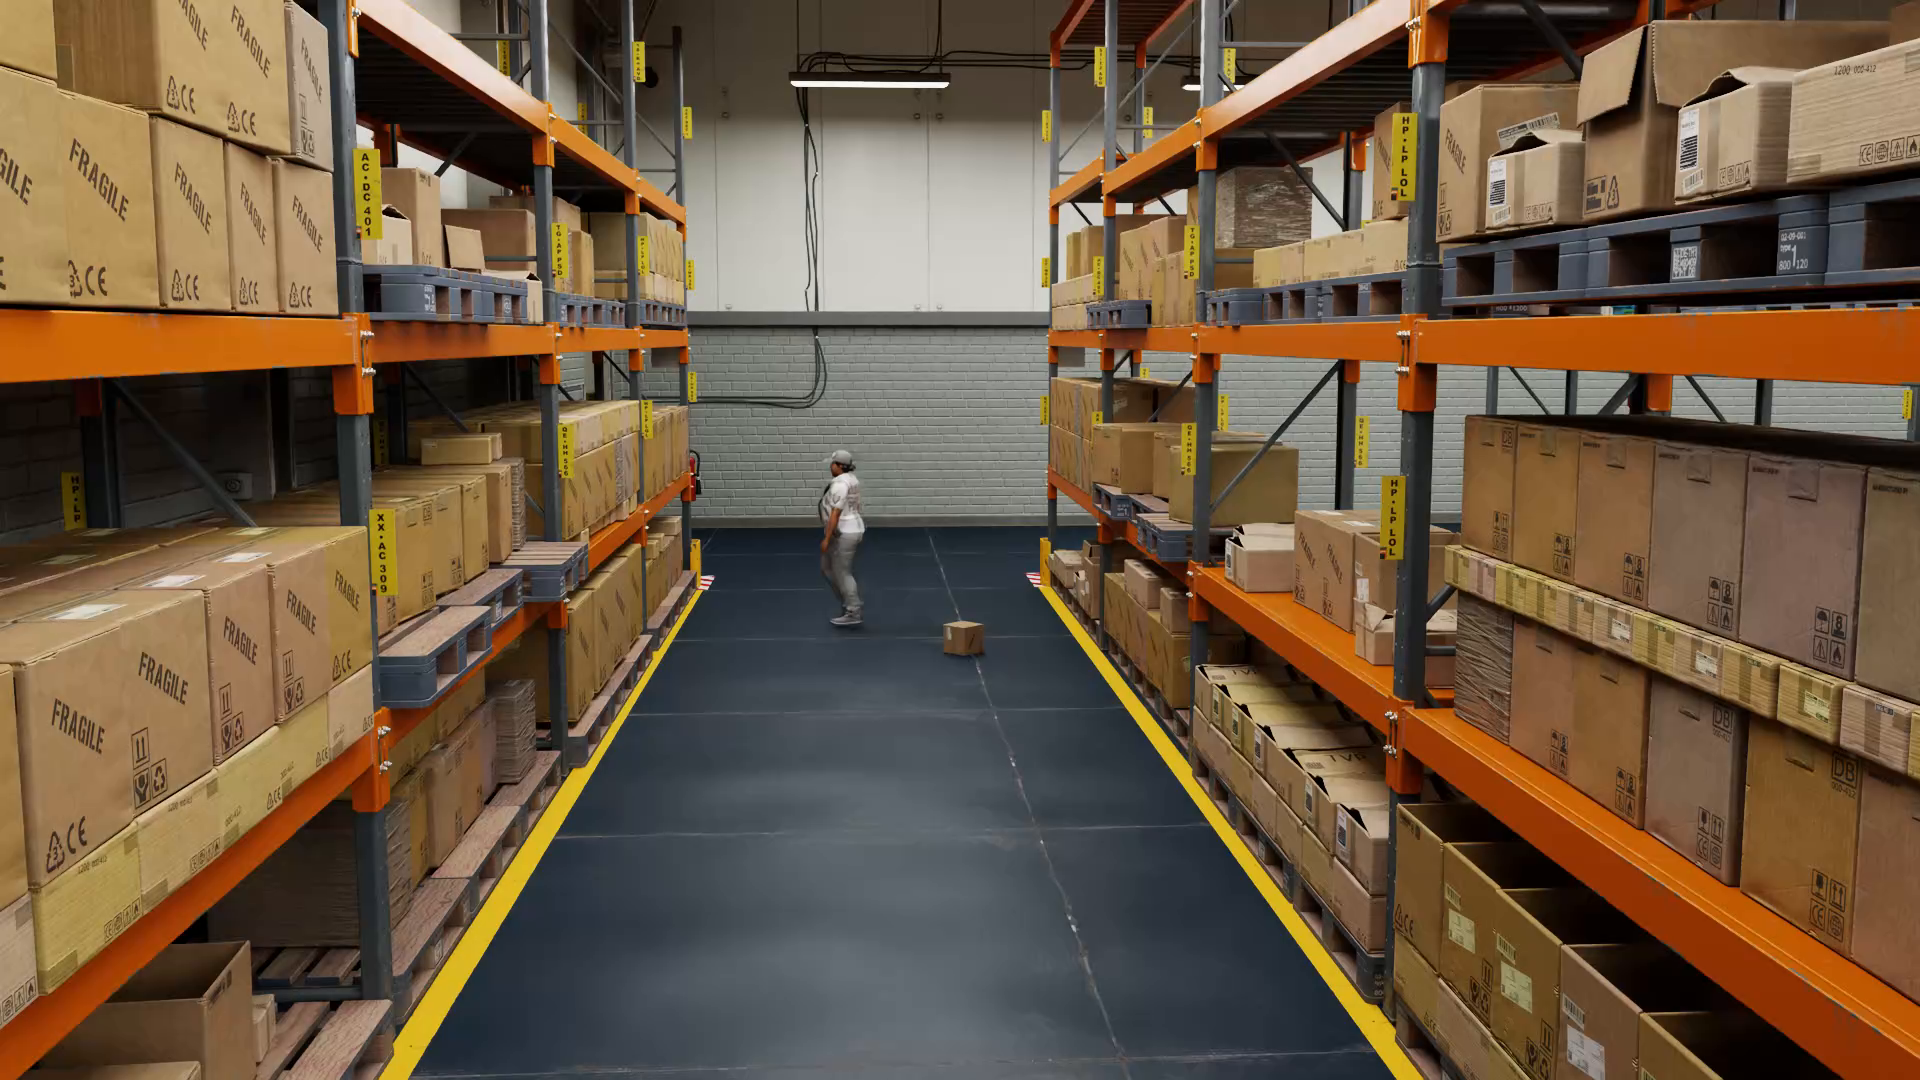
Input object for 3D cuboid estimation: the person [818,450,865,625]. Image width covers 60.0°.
[{"bbox_3d":[-1.142,-0.005,15.769,0.466,1.698,0.496,1,7,11],"label":"person"}]
